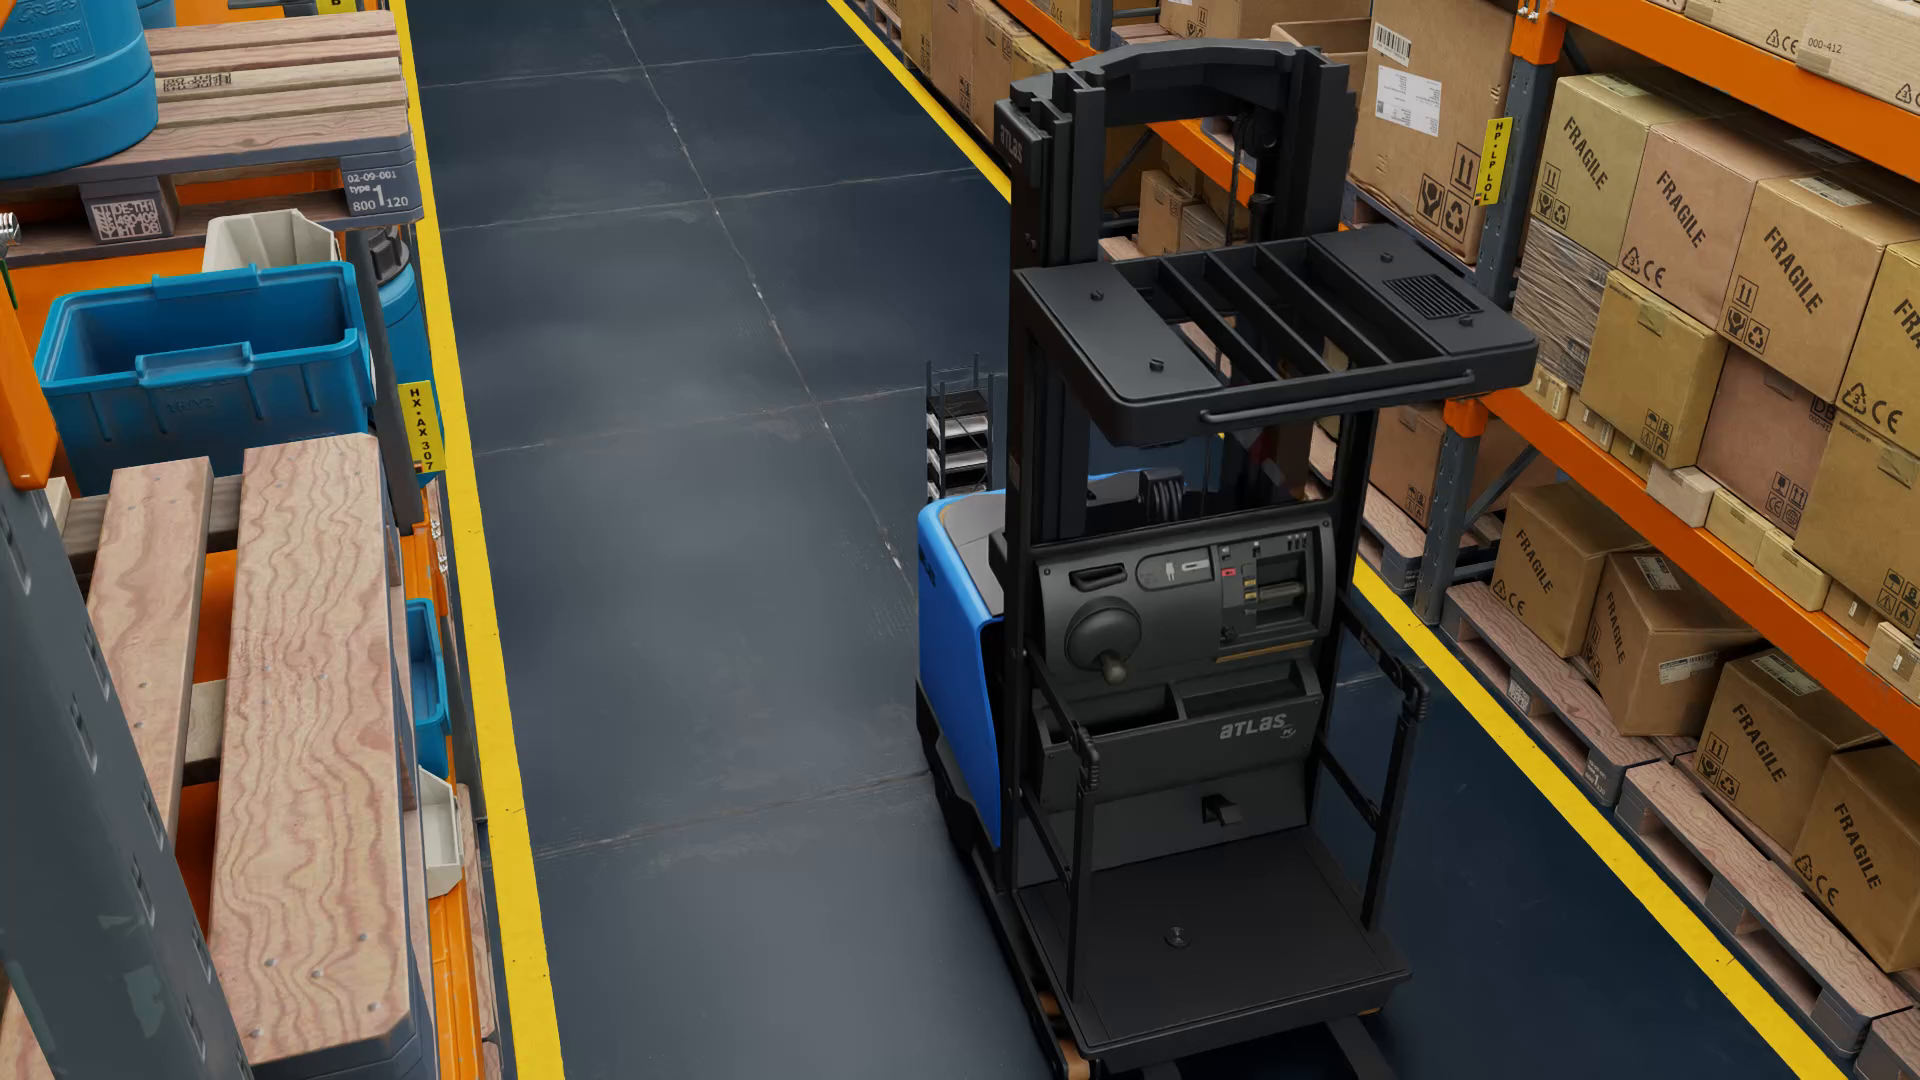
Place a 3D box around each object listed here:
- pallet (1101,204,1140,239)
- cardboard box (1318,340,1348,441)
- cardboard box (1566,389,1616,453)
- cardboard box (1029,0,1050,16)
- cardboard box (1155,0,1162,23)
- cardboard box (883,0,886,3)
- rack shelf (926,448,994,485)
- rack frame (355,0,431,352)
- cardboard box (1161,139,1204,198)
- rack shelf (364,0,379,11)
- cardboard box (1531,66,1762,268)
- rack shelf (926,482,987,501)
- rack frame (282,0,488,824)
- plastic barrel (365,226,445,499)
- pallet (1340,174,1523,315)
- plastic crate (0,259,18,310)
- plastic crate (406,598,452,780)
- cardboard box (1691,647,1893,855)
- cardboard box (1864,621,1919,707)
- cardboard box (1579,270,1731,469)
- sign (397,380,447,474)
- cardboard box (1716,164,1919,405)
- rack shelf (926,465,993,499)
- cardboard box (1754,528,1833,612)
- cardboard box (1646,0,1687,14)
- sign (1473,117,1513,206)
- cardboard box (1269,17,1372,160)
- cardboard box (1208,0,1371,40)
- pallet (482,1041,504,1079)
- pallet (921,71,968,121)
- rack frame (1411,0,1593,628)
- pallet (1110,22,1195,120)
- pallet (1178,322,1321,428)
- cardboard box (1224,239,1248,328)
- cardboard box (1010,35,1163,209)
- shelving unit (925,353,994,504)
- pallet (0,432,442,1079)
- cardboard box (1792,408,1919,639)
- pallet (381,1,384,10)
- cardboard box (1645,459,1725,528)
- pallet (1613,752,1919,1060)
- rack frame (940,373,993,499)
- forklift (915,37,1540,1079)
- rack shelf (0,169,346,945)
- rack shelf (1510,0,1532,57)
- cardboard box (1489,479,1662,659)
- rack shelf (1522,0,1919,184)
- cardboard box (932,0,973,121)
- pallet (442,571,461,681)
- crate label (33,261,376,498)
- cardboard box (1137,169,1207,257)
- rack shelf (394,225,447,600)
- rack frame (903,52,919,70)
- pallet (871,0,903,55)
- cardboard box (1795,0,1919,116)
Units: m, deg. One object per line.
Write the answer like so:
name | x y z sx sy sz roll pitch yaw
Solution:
pallet | 1.081 -2.353 11.119 1.003 0.211 1.213 -10 35 -15
cardboard box | 2.176 -0.710 7.972 0.700 0.500 0.500 -10 35 -15
cardboard box | 2.416 -0.461 5.955 0.380 0.149 0.250 -10 35 -15
cardboard box | 0.717 -3.612 10.404 0.500 0.500 0.500 -10 35 -15
cardboard box | 1.361 -3.432 10.133 0.500 0.500 0.500 -9 35 -13
cardboard box | -0.370 -5.311 14.613 0.875 0.875 0.875 -10 35 -15
rack shelf | -0.002 -0.352 7.527 0.258 0.077 0.200 -10 35 -15
rack frame | -3.467 -2.257 8.444 1.000 3.000 0.127 -10 35 -15
cardboard box | 1.483 -2.196 9.541 0.500 0.250 0.500 -9 34 -13
rack shelf | -4.077 -3.007 10.232 1.077 0.370 4.000 -10 35 -15
cardboard box | 2.365 -1.293 5.719 0.500 0.500 0.500 -10 35 -15
rack shelf | -0.002 -0.202 7.626 0.258 0.077 0.200 -10 35 -15
rack frame | -2.247 -0.157 5.266 1.000 3.000 0.127 -10 35 -15
plastic barrel | -2.076 -0.620 5.512 0.600 0.901 0.708 -10 35 -15
pallet | 2.376 -1.335 7.224 1.003 0.211 1.213 -10 35 -15
plastic crate | -2.025 -0.445 3.175 0.336 0.188 0.450 -10 35 -15
plastic crate | -1.650 0.441 4.497 0.499 0.251 0.616 -10 35 -15
cardboard box | 3.000 0.707 5.846 0.500 0.500 0.500 -13 36 -19
cardboard box | 2.849 0.331 4.757 0.380 0.149 0.250 -10 35 -15
cardboard box | 2.668 -0.640 5.638 0.875 0.500 0.500 -10 35 -15
sign | -1.719 -0.359 5.321 0.100 0.325 0.005 -10 35 -15
cardboard box | 2.671 -0.769 4.925 0.500 0.500 0.500 -10 35 -15
rack shelf | -0.002 -0.277 7.576 0.258 0.077 0.200 -10 35 -15
cardboard box | 2.720 0.064 5.160 0.380 0.149 0.250 -10 35 -15
cardboard box | 2.364 -1.899 5.318 0.500 0.250 0.500 -11 35 -17
sign | 1.943 -1.377 6.063 0.100 0.325 0.005 -10 35 -15
cardboard box | 1.853 -2.102 7.736 0.797 0.503 0.637 -7 34 -10
cardboard box | 1.718 -2.753 8.725 0.700 0.500 0.500 -5 34 -8
pallet | -1.706 2.008 4.520 1.003 0.211 1.213 -10 35 -15
pallet | 0.337 -3.634 13.058 1.003 0.211 1.213 -10 35 -15
rack frame | 2.470 -0.990 6.527 1.000 3.000 0.127 -10 35 -15
pallet | 1.569 -2.653 9.219 1.213 0.211 1.003 -10 35 -15
pallet | 1.856 -0.876 8.885 1.003 0.211 1.213 -10 35 -15
cardboard box | 1.834 -1.296 8.859 0.700 0.500 0.500 -7 34 -11
cardboard box | 1.059 -2.744 10.728 1.225 0.875 0.875 -12 35 -17
shelving unit | -0.002 -0.380 7.508 0.258 0.900 0.210 -10 35 -15
pallet | -1.186 0.320 1.995 1.003 0.211 1.213 -10 35 -15
cardboard box | 3.029 -0.125 4.858 0.875 0.500 0.500 -10 35 -15
pallet | -5.324 -4.215 13.937 1.003 0.211 1.213 -10 35 -15
cardboard box | 2.538 -0.193 5.550 0.380 0.149 0.250 -10 35 -15
pallet | 3.085 1.162 5.800 1.003 0.211 1.213 -10 35 -15
rack frame | 0.029 -0.326 7.428 0.240 0.900 0.006 -10 35 -15
forklift | 0.742 0.234 4.737 1.130 2.935 3.031 -9 35 -14
rack shelf | -1.637 -0.058 3.048 1.077 0.370 4.000 -10 35 -15
rack shelf | 1.860 -2.991 7.487 1.077 0.370 4.000 -10 35 -15
cardboard box | 2.554 0.095 6.772 0.500 0.500 0.500 -11 35 -16
rack shelf | 3.080 -0.891 4.309 1.077 0.370 4.000 -10 35 -15
cardboard box | 0.518 -3.677 12.140 1.225 0.875 0.875 -11 35 -16
pallet | -2.523 0.601 6.649 1.003 0.211 1.213 -10 35 -15
crate label | -1.283 -0.284 2.873 0.502 0.251 0.408 -10 35 -15
cardboard box | 1.474 -1.882 9.745 0.700 0.500 0.500 -12 35 -17
rack shelf | -2.857 -0.907 7.054 1.077 0.370 4.000 -10 35 -15
rack frame | 0.030 -5.190 12.883 1.000 3.000 0.127 -10 35 -15
pallet | -0.127 -4.439 14.276 1.003 0.211 1.213 -10 35 -15
cardboard box | 2.671 -1.359 4.502 0.500 0.250 0.500 -11 35 -17
